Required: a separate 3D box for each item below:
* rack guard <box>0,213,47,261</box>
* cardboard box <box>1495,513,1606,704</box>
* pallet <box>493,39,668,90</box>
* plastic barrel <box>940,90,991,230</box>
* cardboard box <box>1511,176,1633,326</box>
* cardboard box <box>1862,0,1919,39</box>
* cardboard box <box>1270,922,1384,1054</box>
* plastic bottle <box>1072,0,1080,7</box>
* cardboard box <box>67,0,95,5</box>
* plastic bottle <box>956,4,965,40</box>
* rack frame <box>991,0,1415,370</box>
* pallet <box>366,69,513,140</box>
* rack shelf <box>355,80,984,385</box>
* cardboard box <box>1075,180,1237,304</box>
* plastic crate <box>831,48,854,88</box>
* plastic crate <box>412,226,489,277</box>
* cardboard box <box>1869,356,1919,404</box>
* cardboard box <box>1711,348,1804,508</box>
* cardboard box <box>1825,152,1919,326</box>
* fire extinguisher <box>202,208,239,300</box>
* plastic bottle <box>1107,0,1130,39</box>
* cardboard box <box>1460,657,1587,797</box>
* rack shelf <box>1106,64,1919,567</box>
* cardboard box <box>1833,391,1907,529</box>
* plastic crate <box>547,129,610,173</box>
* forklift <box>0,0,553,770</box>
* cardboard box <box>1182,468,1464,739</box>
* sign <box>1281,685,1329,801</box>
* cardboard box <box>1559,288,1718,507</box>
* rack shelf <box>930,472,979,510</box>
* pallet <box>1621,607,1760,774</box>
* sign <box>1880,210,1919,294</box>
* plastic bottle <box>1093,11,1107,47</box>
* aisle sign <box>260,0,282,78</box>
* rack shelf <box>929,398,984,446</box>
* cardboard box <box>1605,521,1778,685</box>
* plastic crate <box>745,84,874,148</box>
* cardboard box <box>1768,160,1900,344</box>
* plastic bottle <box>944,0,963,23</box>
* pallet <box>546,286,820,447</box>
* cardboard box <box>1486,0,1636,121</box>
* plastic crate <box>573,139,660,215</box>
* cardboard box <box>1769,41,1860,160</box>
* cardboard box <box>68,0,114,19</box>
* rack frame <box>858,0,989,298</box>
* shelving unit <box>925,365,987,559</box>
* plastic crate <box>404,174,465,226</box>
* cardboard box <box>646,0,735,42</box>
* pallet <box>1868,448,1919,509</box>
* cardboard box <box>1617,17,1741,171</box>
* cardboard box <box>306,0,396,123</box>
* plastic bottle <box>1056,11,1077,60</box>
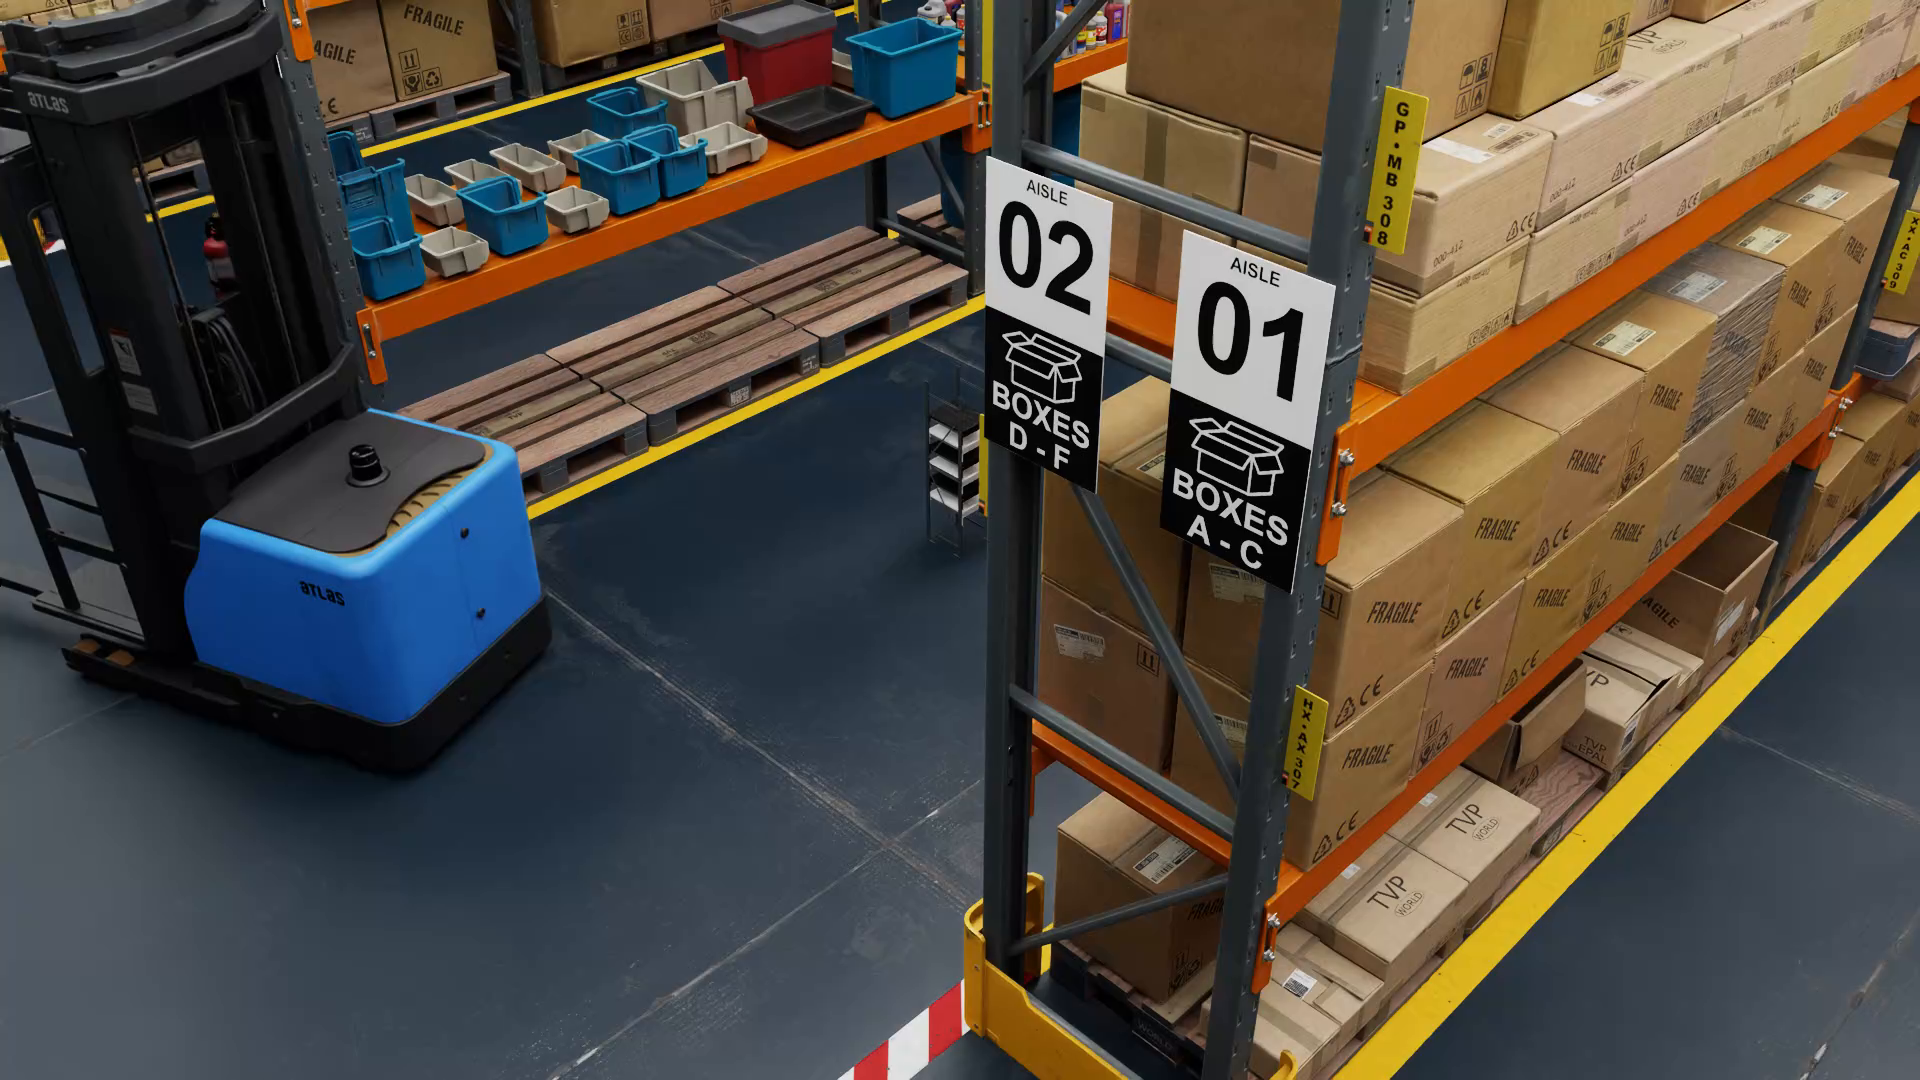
[{"bbox_3d":[-6.574,-2.315,11.133,1.175,0.500,0.348,30,45,35],"label":"rack guard"},{"bbox_3d":[1.685,0.115,5.376,0.500,0.500,0.500,29,44,35],"label":"cardboard box"},{"bbox_3d":[-3.249,-4.174,14.051,1.003,0.211,1.213,30,45,35],"label":"pallet"},{"bbox_3d":[0.171,-2.504,10.685,0.600,0.901,0.708,30,45,35],"label":"plastic barrel"},{"bbox_3d":[1.374,-0.829,4.325,0.500,0.250,0.500,30,45,35],"label":"cardboard box"},{"bbox_3d":[2.784,-1.846,5.346,0.500,0.250,0.500,30,45,35],"label":"cardboard box"},{"bbox_3d":[1.185,1.492,5.580,0.380,0.166,0.250,30,45,35],"label":"cardboard box"},{"bbox_3d":[0.797,-3.675,11.009,0.097,0.271,0.097,0,35,0],"label":"plastic bottle"},{"bbox_3d":[-5.666,-3.711,10.819,0.500,0.250,0.500,29,44,35],"label":"cardboard box"},{"bbox_3d":[0.024,-3.274,10.497,0.097,0.201,0.097,0,35,0],"label":"plastic bottle"},{"bbox_3d":[0.470,-1.817,2.989,1.000,3.000,0.127,30,45,35],"label":"rack frame"},{"bbox_3d":[-4.330,-3.553,13.160,1.003,0.211,1.213,30,45,35],"label":"pallet"},{"bbox_3d":[-1.633,-1.871,8.939,1.077,0.370,4.000,30,45,35],"label":"rack shelf"},{"bbox_3d":[0.645,-0.840,4.341,0.500,0.250,0.500,30,45,35],"label":"cardboard box"},{"bbox_3d":[-0.653,-2.763,9.768,0.396,0.136,0.243,30,45,35],"label":"plastic crate"},{"bbox_3d":[-2.350,-1.335,7.720,0.250,0.136,0.298,30,45,35],"label":"plastic crate"},{"bbox_3d":[4.507,-0.947,8.131,0.500,0.250,0.500,30,45,35],"label":"cardboard box"},{"bbox_3d":[2.756,-0.505,6.264,0.500,0.500,0.500,-29,44,-34],"label":"cardboard box"},{"bbox_3d":[3.781,-1.295,7.031,0.700,0.500,0.500,15,38,21],"label":"cardboard box"},{"bbox_3d":[-3.471,-1.291,7.873,0.296,0.674,0.183,30,45,35],"label":"fire extinguisher"},{"bbox_3d":[1.025,-3.337,10.522,0.152,0.276,0.135,30,45,35],"label":"plastic bottle"},{"bbox_3d":[1.968,0.628,6.525,0.797,0.503,0.637,30,45,35],"label":"cardboard box"},{"bbox_3d":[1.879,-1.103,5.217,1.077,0.370,4.000,30,45,35],"label":"rack shelf"},{"bbox_3d":[4.170,-0.454,8.080,0.500,0.500,0.500,-29,44,-35],"label":"cardboard box"},{"bbox_3d":[-2.008,-2.037,8.727,0.298,0.136,0.250,30,45,35],"label":"plastic crate"},{"bbox_3d":[-3.398,-0.812,6.852,3.031,2.935,1.130,14,37,20],"label":"forklift"},{"bbox_3d":[0.970,0.119,4.496,0.500,0.500,0.500,-28,44,-34],"label":"cardboard box"},{"bbox_3d":[0.855,0.507,4.144,0.100,0.325,0.005,30,45,35],"label":"sign"},{"bbox_3d":[2.046,-0.504,5.389,0.500,0.500,0.500,29,44,35],"label":"cardboard box"},{"bbox_3d":[-0.006,-0.265,8.058,0.258,0.077,0.200,30,45,35],"label":"rack shelf"},{"bbox_3d":[2.804,0.442,7.432,1.003,0.211,1.213,30,45,35],"label":"pallet"},{"bbox_3d":[3.679,-1.120,6.476,0.100,0.325,0.005,30,45,35],"label":"sign"},{"bbox_3d":[0.869,-3.194,10.382,0.097,0.201,0.097,0,35,0],"label":"plastic bottle"},{"bbox_3d":[-2.882,-2.272,6.612,0.394,0.787,0.004,30,45,35],"label":"aisle sign"},{"bbox_3d":[-0.006,-0.560,7.852,0.258,0.077,0.200,30,45,35],"label":"rack shelf"},{"bbox_3d":[3.088,0.210,7.127,0.500,0.500,0.500,30,45,35],"label":"cardboard box"},{"bbox_3d":[-0.822,-2.327,9.153,0.437,0.125,0.590,30,45,35],"label":"plastic crate"},{"bbox_3d":[3.116,-1.122,6.275,0.500,0.500,0.500,-30,45,-35],"label":"cardboard box"},{"bbox_3d":[-0.045,-3.333,10.508,0.061,0.283,0.133,30,45,35],"label":"plastic bottle"},{"bbox_3d":[-1.574,-1.022,9.531,1.003,0.211,1.213,30,45,35],"label":"pallet"},{"bbox_3d":[1.233,-1.422,4.083,0.700,0.500,0.500,30,45,35],"label":"cardboard box"},{"bbox_3d":[-1.707,-1.812,8.320,0.416,0.233,0.300,30,45,35],"label":"plastic crate"},{"bbox_3d":[2.429,-1.439,5.200,0.500,0.250,0.500,30,45,35],"label":"cardboard box"},{"bbox_3d":[-5.713,-3.467,10.819,0.380,0.149,0.250,28,44,34],"label":"cardboard box"},{"bbox_3d":[-0.224,-2.978,9.898,1.000,3.000,0.127,30,45,35],"label":"rack frame"},{"bbox_3d":[-0.006,-0.366,7.988,0.258,0.900,0.210,30,45,35],"label":"shelving unit"},{"bbox_3d":[-2.596,-1.675,8.207,0.396,0.136,0.243,30,45,35],"label":"plastic crate"},{"bbox_3d":[-2.673,-4.906,14.153,1.225,0.875,0.875,28,44,34],"label":"cardboard box"},{"bbox_3d":[4.694,-0.679,9.040,1.003,0.211,1.213,30,45,35],"label":"pallet"},{"bbox_3d":[1.722,-1.240,4.477,0.500,0.250,0.500,30,45,35],"label":"cardboard box"},{"bbox_3d":[-4.895,-3.674,12.386,0.875,0.875,0.875,30,45,35],"label":"cardboard box"},{"bbox_3d":[0.630,-3.110,10.196,0.152,0.276,0.135,30,45,35],"label":"plastic bottle"}]
